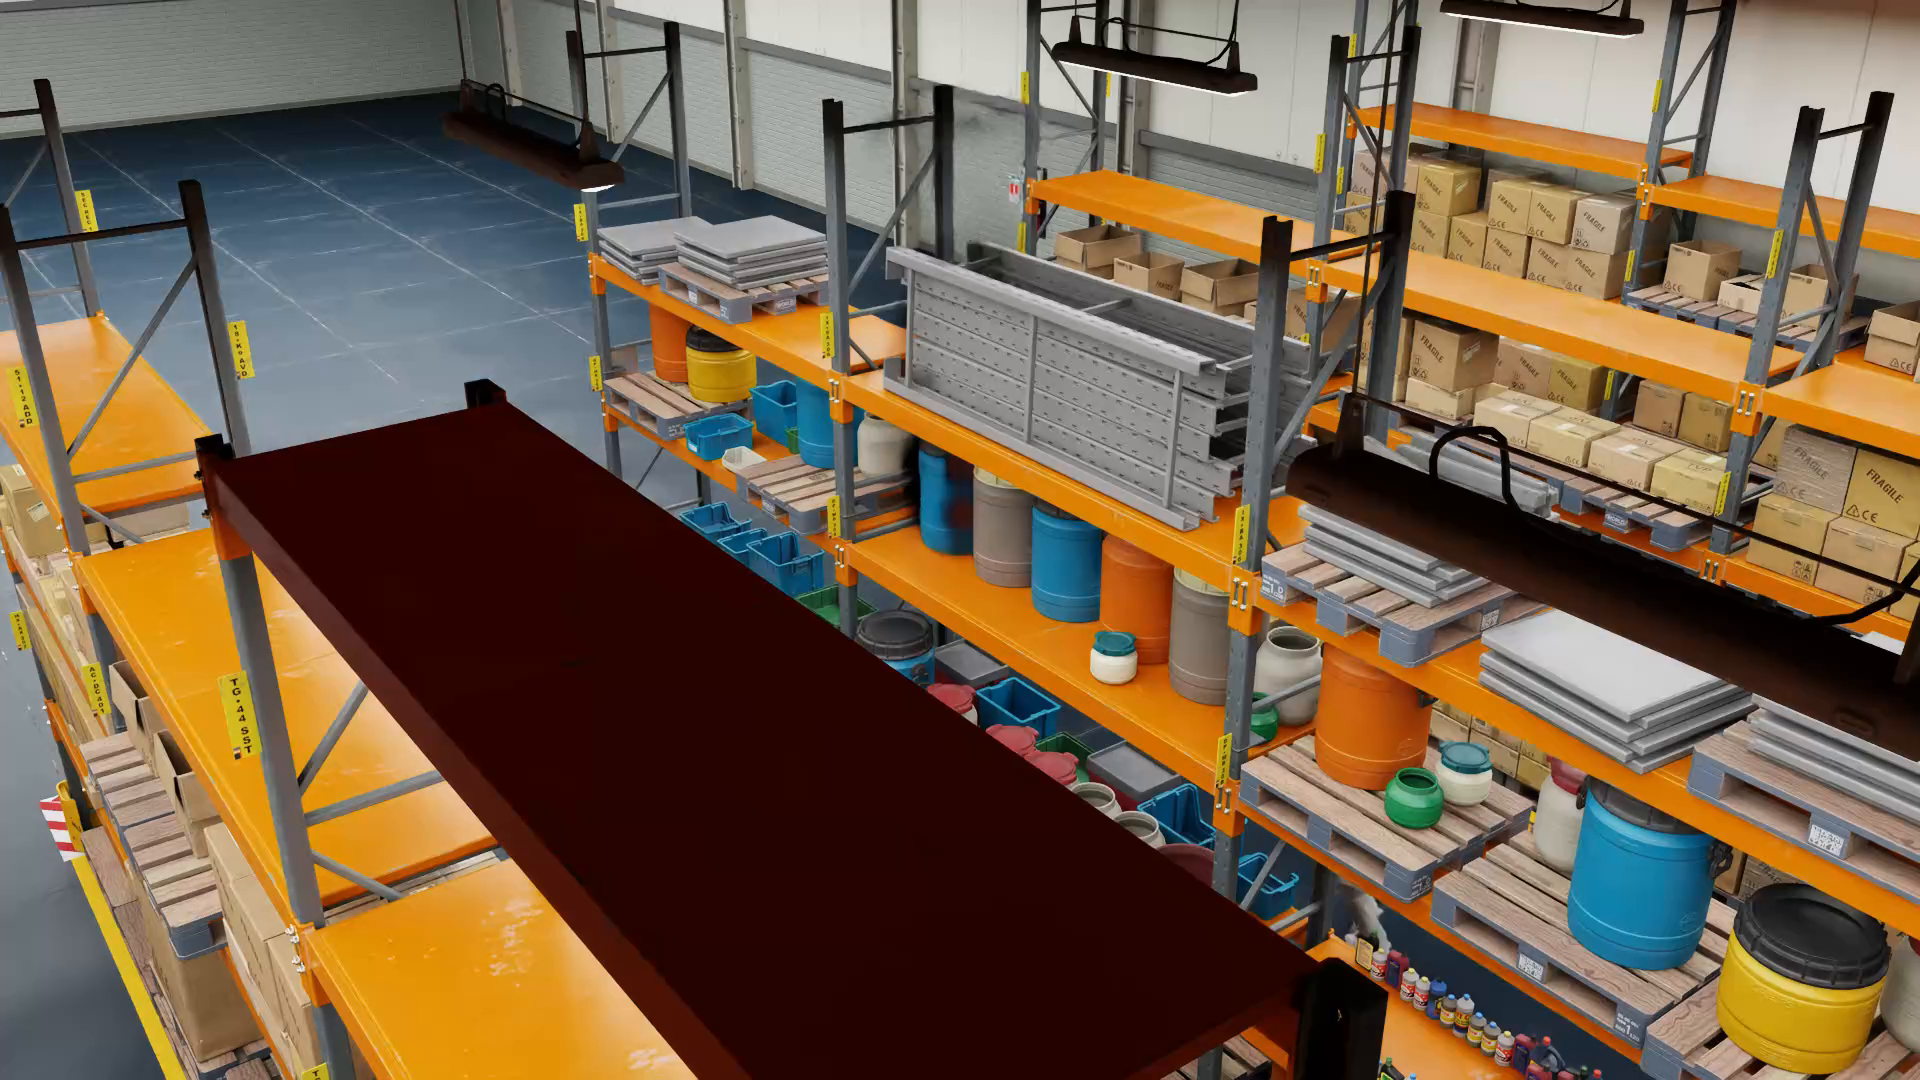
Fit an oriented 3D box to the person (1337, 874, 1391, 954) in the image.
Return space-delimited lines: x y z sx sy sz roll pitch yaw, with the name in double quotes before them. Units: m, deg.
"person" 2.896 2.196 12.129 0.678 1.745 0.808 -22 32 -39
